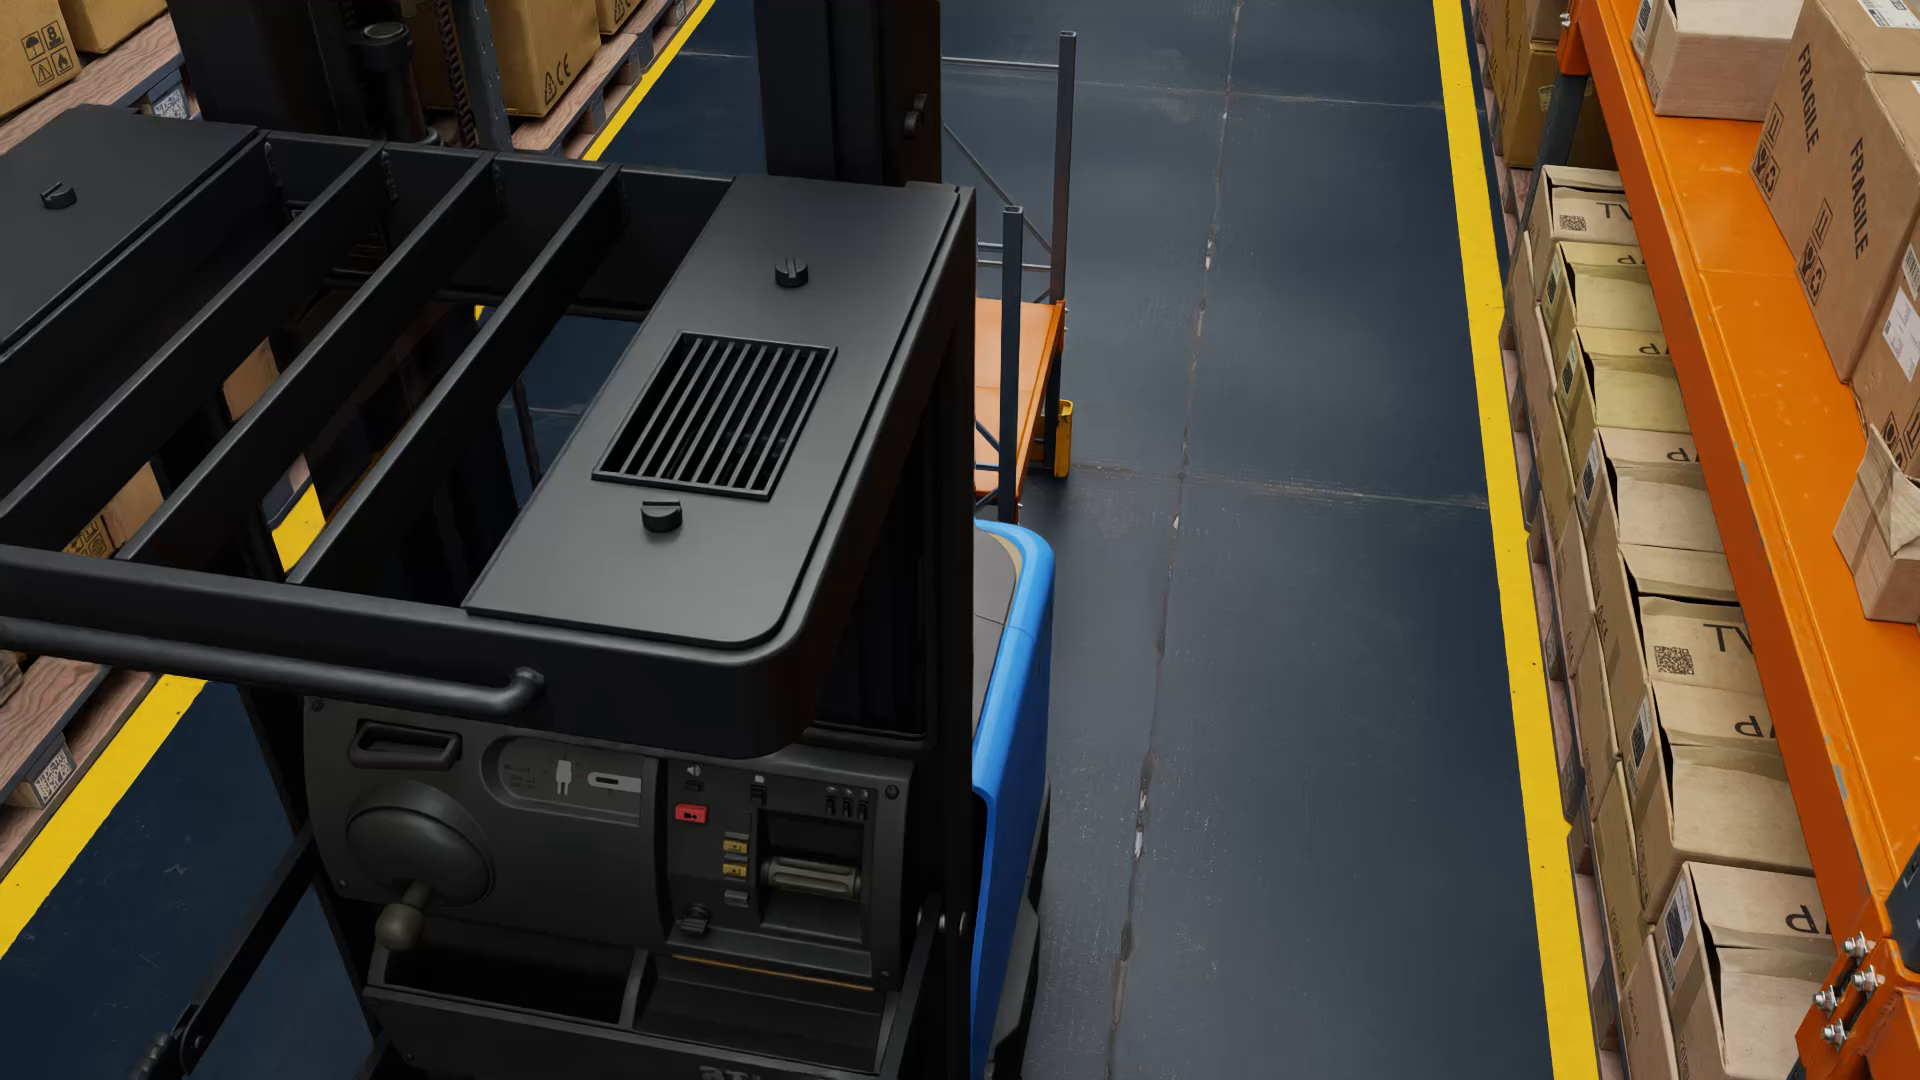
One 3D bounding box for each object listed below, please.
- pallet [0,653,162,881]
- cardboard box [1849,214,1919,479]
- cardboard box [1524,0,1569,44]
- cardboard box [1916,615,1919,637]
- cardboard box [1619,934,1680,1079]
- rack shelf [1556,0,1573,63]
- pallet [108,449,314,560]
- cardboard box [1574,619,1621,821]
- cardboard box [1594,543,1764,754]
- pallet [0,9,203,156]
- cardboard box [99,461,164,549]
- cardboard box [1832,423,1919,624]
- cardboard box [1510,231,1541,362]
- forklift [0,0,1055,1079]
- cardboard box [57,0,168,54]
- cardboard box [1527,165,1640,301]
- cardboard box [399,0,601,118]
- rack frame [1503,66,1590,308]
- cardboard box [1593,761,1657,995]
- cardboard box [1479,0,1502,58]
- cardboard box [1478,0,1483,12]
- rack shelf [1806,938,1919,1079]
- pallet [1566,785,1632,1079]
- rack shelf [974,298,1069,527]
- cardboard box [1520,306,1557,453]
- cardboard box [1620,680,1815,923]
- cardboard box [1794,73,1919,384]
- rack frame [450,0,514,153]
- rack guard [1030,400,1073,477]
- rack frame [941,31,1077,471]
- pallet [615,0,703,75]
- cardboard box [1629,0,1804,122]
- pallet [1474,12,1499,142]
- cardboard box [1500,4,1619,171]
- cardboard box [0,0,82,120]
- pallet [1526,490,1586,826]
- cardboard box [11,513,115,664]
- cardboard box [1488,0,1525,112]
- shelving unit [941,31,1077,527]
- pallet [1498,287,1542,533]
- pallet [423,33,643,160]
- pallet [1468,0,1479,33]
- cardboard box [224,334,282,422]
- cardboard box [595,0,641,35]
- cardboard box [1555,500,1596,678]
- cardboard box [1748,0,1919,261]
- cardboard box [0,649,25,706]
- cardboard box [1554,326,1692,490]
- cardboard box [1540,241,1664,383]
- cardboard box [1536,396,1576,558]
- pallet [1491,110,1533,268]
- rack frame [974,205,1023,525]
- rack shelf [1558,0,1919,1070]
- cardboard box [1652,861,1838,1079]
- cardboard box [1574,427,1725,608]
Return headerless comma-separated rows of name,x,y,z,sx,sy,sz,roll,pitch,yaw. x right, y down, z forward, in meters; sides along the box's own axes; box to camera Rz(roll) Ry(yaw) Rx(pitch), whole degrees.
pallet,-2.870,0.546,4.424,1.003,0.211,1.213,6,40,8
cardboard box,2.117,-0.345,3.235,0.500,0.500,0.500,9,40,11
cardboard box,2.505,-2.150,6.524,0.500,0.250,0.500,8,40,9
cardboard box,1.919,0.248,2.713,0.500,0.250,0.500,9,40,10
cardboard box,1.663,1.110,3.382,0.500,0.250,0.500,6,40,7
rack shelf,2.915,-2.984,7.070,1.077,0.370,4.000,6,40,8
pallet,-2.661,-0.222,5.352,1.003,0.211,1.213,6,40,8
cardboard box,1.840,0.472,4.154,0.500,0.250,0.500,7,40,9
cardboard box,1.837,0.260,3.970,0.500,0.311,0.500,6,40,8
pallet,-2.613,-1.229,4.533,1.003,0.211,1.213,6,40,8
cardboard box,-2.724,-0.355,4.942,0.700,0.500,0.500,7,40,8
cardboard box,1.848,-0.016,3.021,0.396,0.266,0.258,5,40,7
cardboard box,2.189,-0.812,5.706,0.500,0.250,0.500,6,40,8
forklift,-0.572,0.531,2.308,1.130,2.935,3.031,7,40,9
cardboard box,-2.576,-1.678,4.501,0.700,0.500,0.500,6,40,8
cardboard box,2.189,-1.028,5.528,0.500,0.311,0.500,8,40,9
cardboard box,-2.054,-2.330,7.072,0.750,0.750,0.750,6,40,7
rack frame,2.569,-2.006,5.322,1.000,3.000,0.127,6,40,8
cardboard box,1.752,0.793,3.766,0.500,0.250,0.500,6,40,7
cardboard box,2.674,-2.480,7.512,0.500,0.500,0.500,5,40,6
cardboard box,2.762,-2.797,7.896,0.500,0.500,0.500,7,40,8
rack shelf,1.531,2.037,0.997,1.077,0.370,4.000,6,40,8
pallet,1.966,1.112,3.739,1.003,0.211,1.213,6,40,8
rack shelf,-0.015,-0.386,4.822,0.538,0.185,1.000,6,40,8
cardboard box,2.103,-0.496,5.325,0.500,0.250,0.500,5,40,6
cardboard box,1.748,0.573,3.591,0.500,0.311,0.500,7,40,9
cardboard box,2.204,-0.659,3.615,0.500,0.500,0.500,6,40,8
rack frame,-2.311,-2.550,5.980,1.000,3.000,0.127,6,40,8
rack guard,0.073,-0.361,5.491,0.587,0.250,0.087,6,40,8
rack frame,0.073,-0.844,5.093,0.500,1.500,0.032,6,40,8
pallet,-1.887,-2.725,8.380,1.003,0.211,1.213,6,40,8
cardboard box,2.223,-1.432,4.698,0.500,0.311,0.500,6,40,7
pallet,2.949,-2.159,7.696,1.003,0.211,1.213,6,40,8
cardboard box,2.500,-1.825,6.720,0.500,0.500,0.500,8,40,9
cardboard box,-2.694,-1.330,4.081,0.700,0.500,0.500,12,41,14
pallet,2.175,0.344,4.668,1.003,0.211,1.213,6,40,8
cardboard box,-2.852,-0.039,4.560,0.700,0.500,0.500,6,40,7
cardboard box,2.589,-2.150,7.113,0.500,0.500,0.500,5,40,6
shelving unit,-0.013,-0.530,4.714,0.587,1.500,1.083,6,40,8
pallet,2.388,-0.419,5.591,1.003,0.211,1.213,6,40,8
pallet,-2.100,-1.962,7.457,1.003,0.211,1.213,6,40,8
pallet,3.158,-2.927,8.625,1.003,0.211,1.213,6,40,8
cardboard box,-2.646,-0.673,5.327,0.700,0.500,0.500,6,40,7
cardboard box,-1.896,-2.879,7.736,0.750,0.750,0.750,6,40,7
cardboard box,1.930,0.152,4.540,0.500,0.250,0.500,7,40,9
cardboard box,2.295,-0.990,4.015,0.500,0.500,0.500,4,40,5
cardboard box,-2.892,0.290,4.161,0.700,0.500,0.500,8,40,9
cardboard box,2.016,-0.378,4.741,0.500,0.311,0.500,5,40,6
cardboard box,2.106,-0.697,5.128,0.500,0.311,0.500,5,40,7
cardboard box,2.019,-0.169,4.929,0.500,0.250,0.500,5,40,6
pallet,2.735,-1.396,6.773,1.003,0.211,1.213,6,40,8
rack frame,-0.103,-0.205,4.321,0.500,1.500,0.032,6,40,8
rack shelf,2.223,-0.474,4.033,1.077,0.370,4.000,6,40,8
cardboard box,1.664,0.900,3.195,0.500,0.311,0.500,6,40,8
cardboard box,1.928,-0.055,4.351,0.500,0.311,0.500,6,40,7
